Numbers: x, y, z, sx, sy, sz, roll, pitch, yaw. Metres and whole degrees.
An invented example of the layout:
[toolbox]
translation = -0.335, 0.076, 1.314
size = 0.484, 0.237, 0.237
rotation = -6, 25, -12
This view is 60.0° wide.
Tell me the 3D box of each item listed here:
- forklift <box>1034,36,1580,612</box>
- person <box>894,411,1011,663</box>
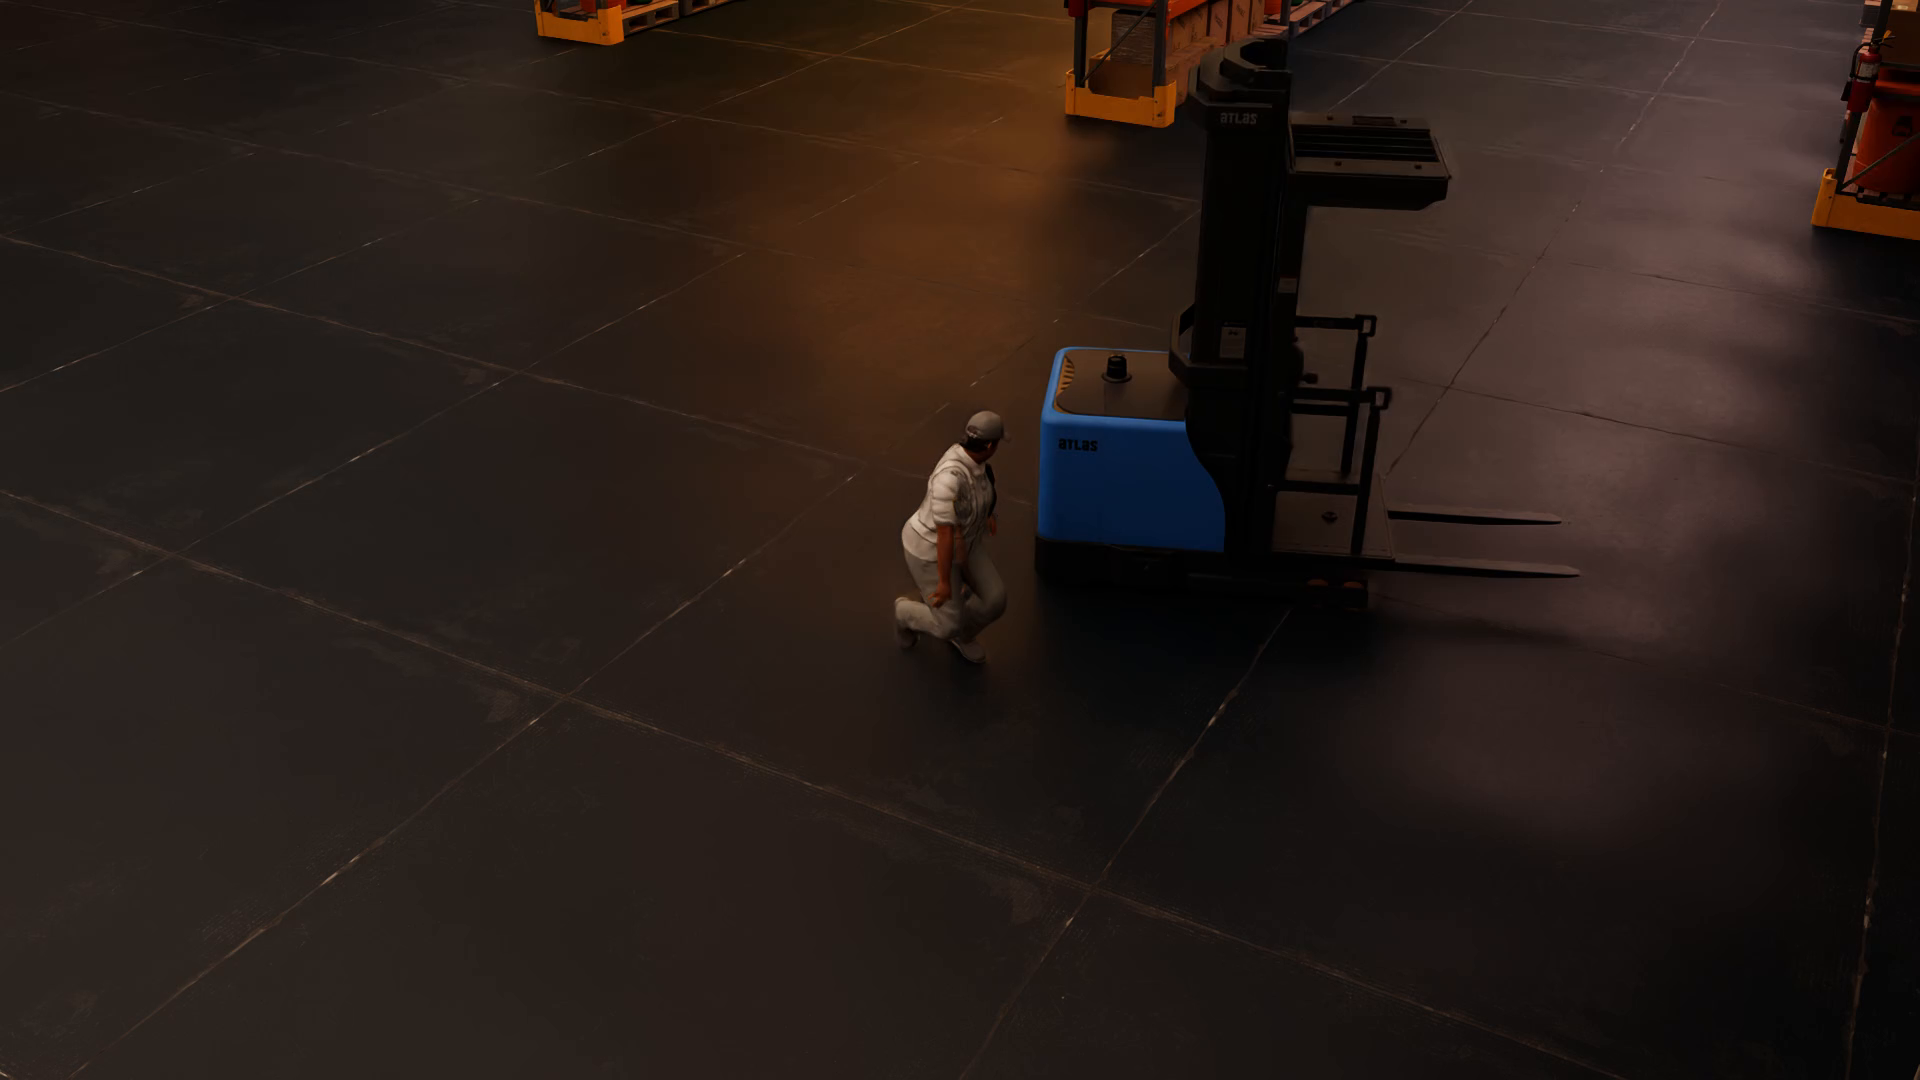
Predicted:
[forklift]
translation = 1.989, -1.153, 9.069
size = 3.031, 2.935, 1.130
rotation = 4, 30, 7
[person]
translation = -0.063, -0.007, 8.589
size = 0.621, 1.459, 0.757
rotation = 18, 35, 28
